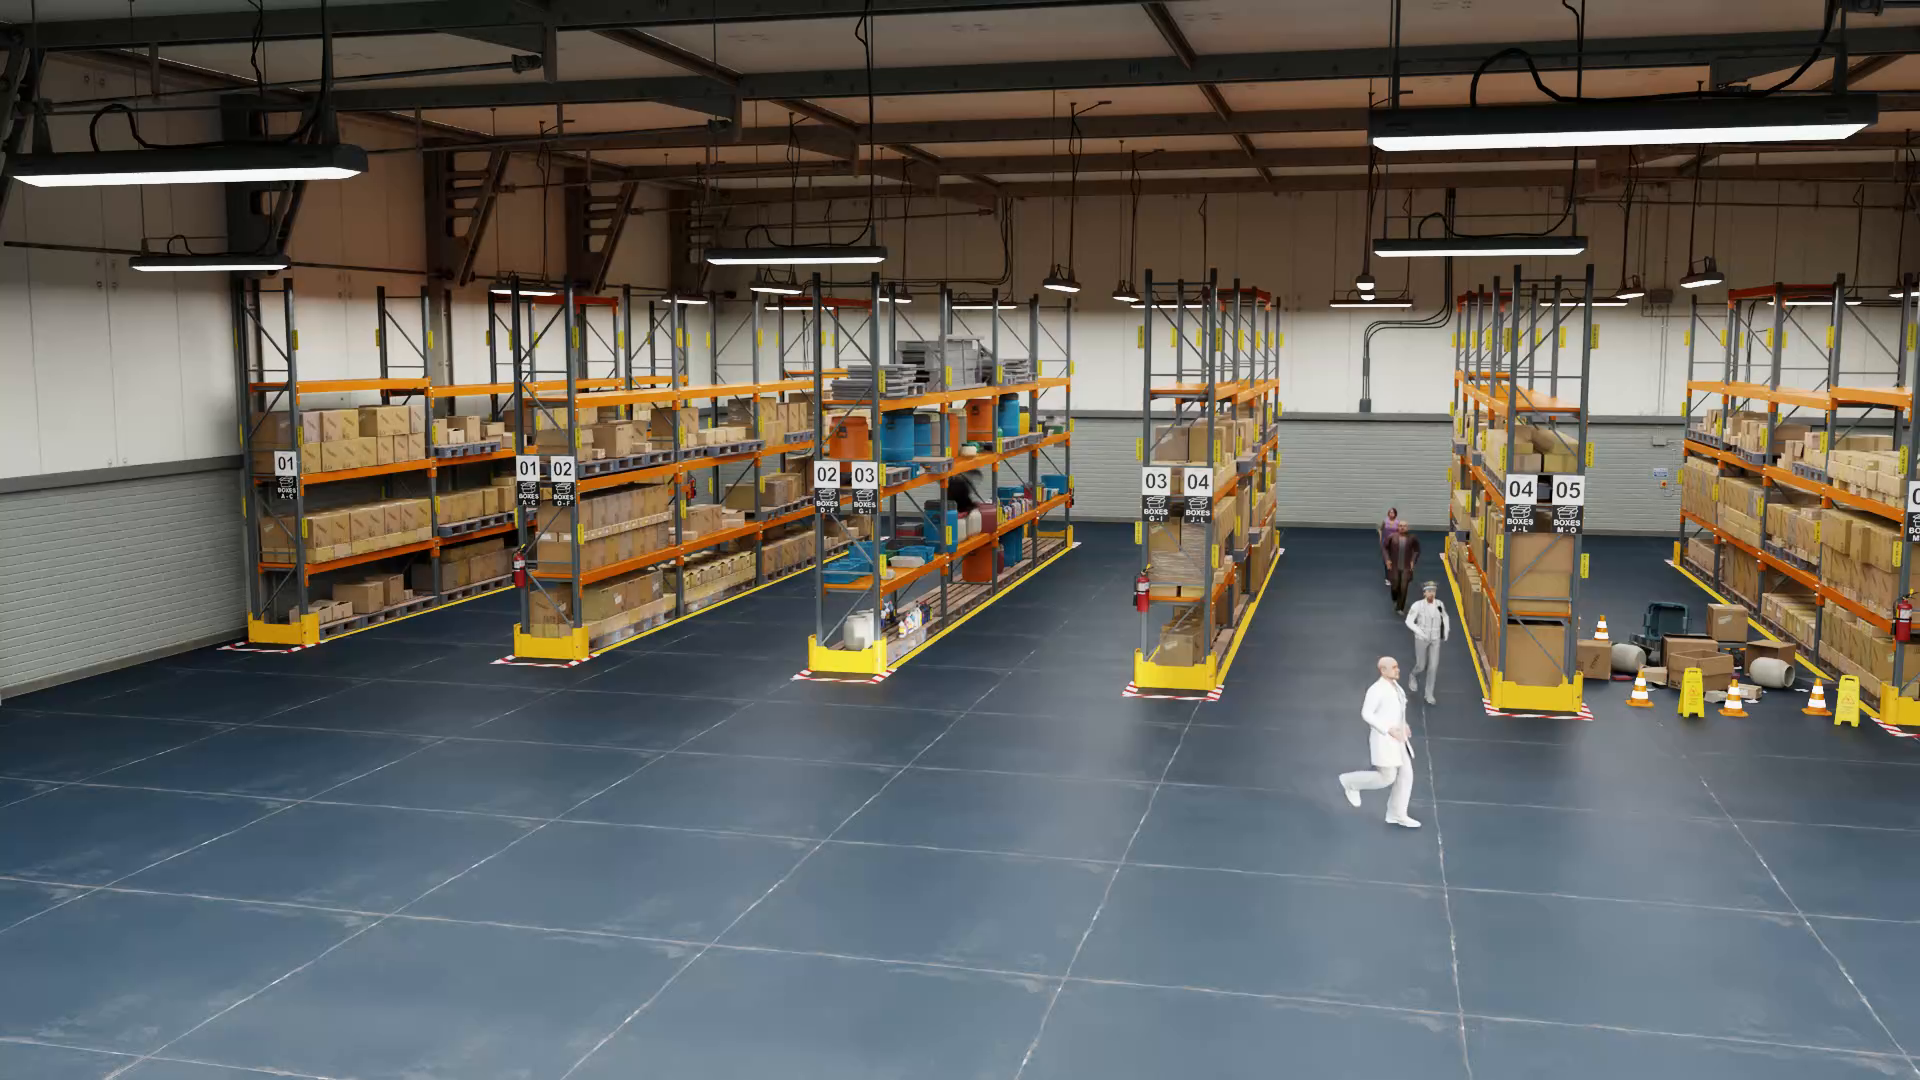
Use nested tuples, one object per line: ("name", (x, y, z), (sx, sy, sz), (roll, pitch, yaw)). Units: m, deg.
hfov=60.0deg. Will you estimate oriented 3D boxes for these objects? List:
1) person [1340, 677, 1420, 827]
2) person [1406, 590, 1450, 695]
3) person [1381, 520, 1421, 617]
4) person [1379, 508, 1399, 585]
("person", (4.412, 2.181, 17.328), (0.877, 1.546, 0.711), (6, 9, 41))
("person", (6.539, 1.378, 23.258), (0.642, 1.571, 0.628), (0, 7, -2))
("person", (8.058, 0.502, 30.420), (0.703, 1.743, 0.630), (2, 7, 14))
("person", (8.871, 0.113, 34.289), (0.496, 1.568, 0.805), (2, 7, 18))
